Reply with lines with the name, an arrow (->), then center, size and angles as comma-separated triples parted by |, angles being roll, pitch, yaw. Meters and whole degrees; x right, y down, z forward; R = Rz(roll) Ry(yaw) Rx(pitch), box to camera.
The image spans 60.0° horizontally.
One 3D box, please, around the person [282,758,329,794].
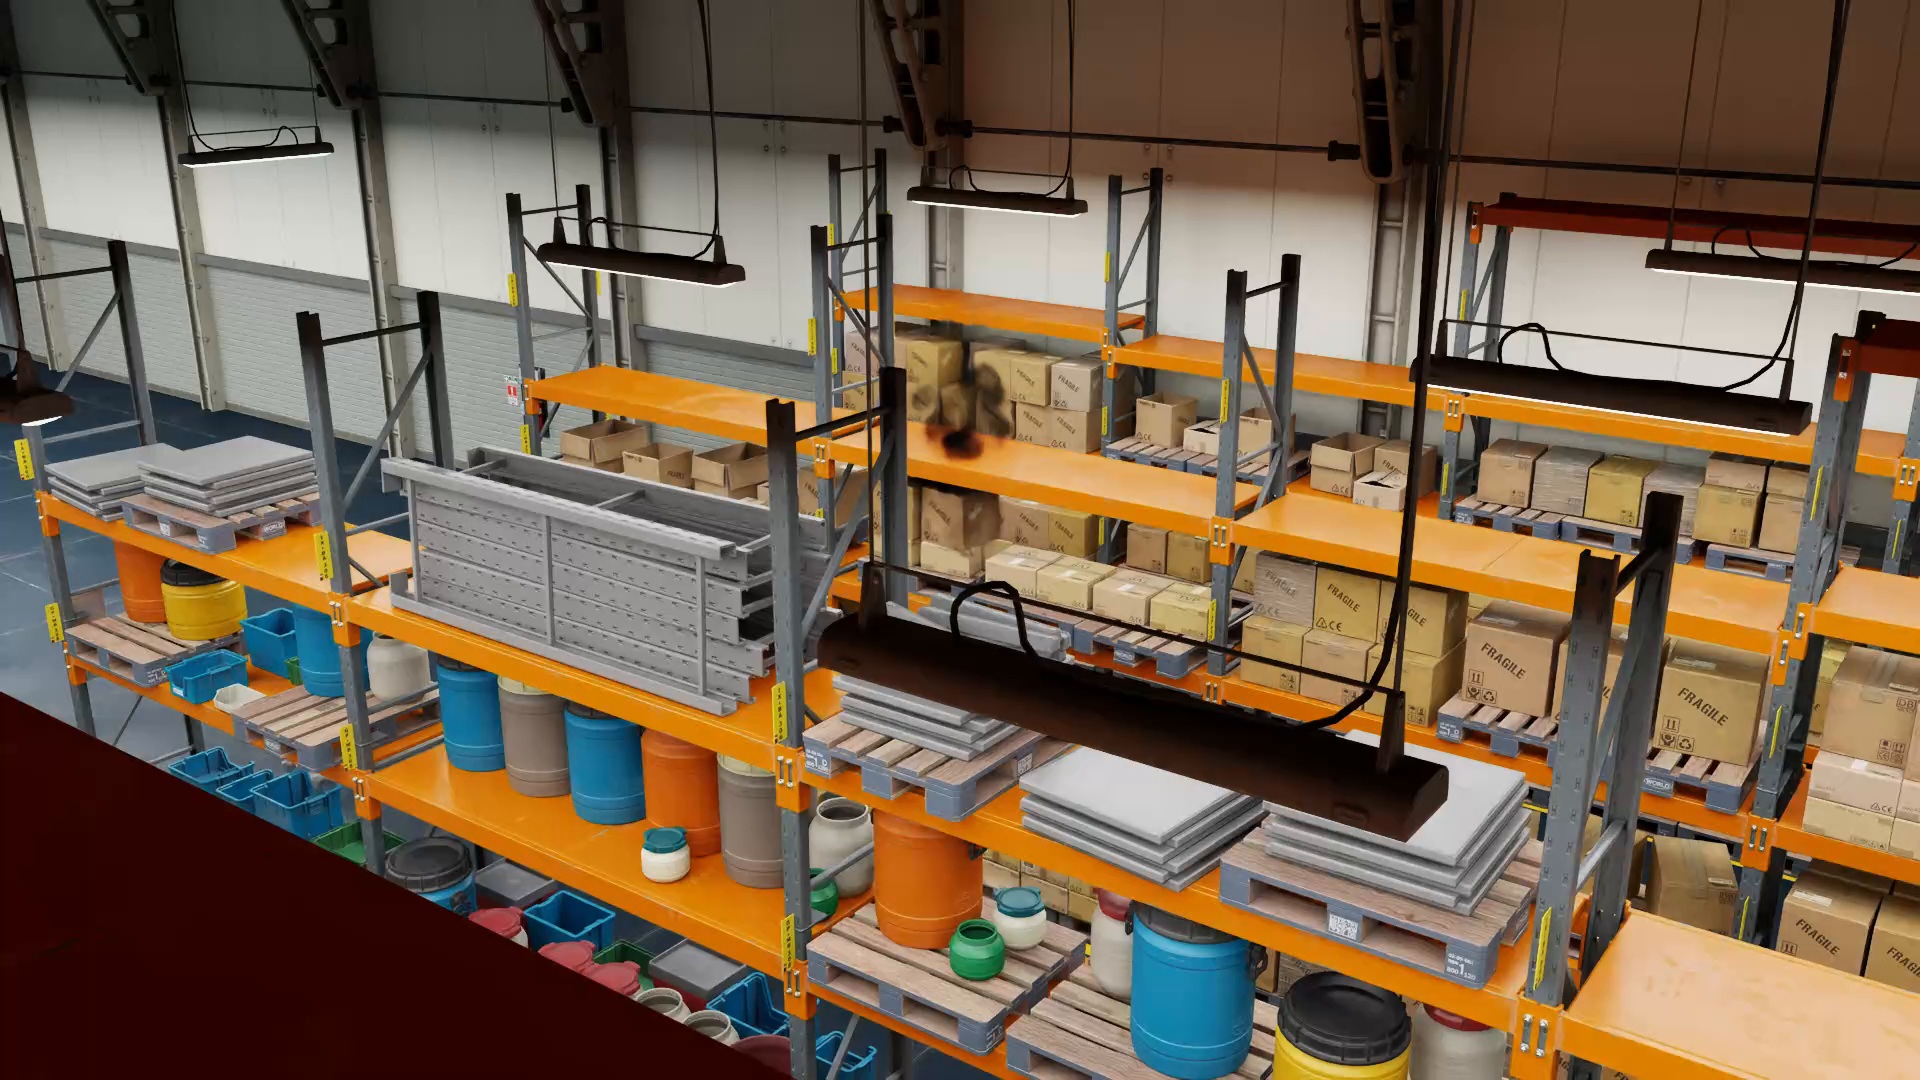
person -> -6.154, 2.229, 15.842 | 0.652, 1.700, 0.625 | 10, 21, 28
